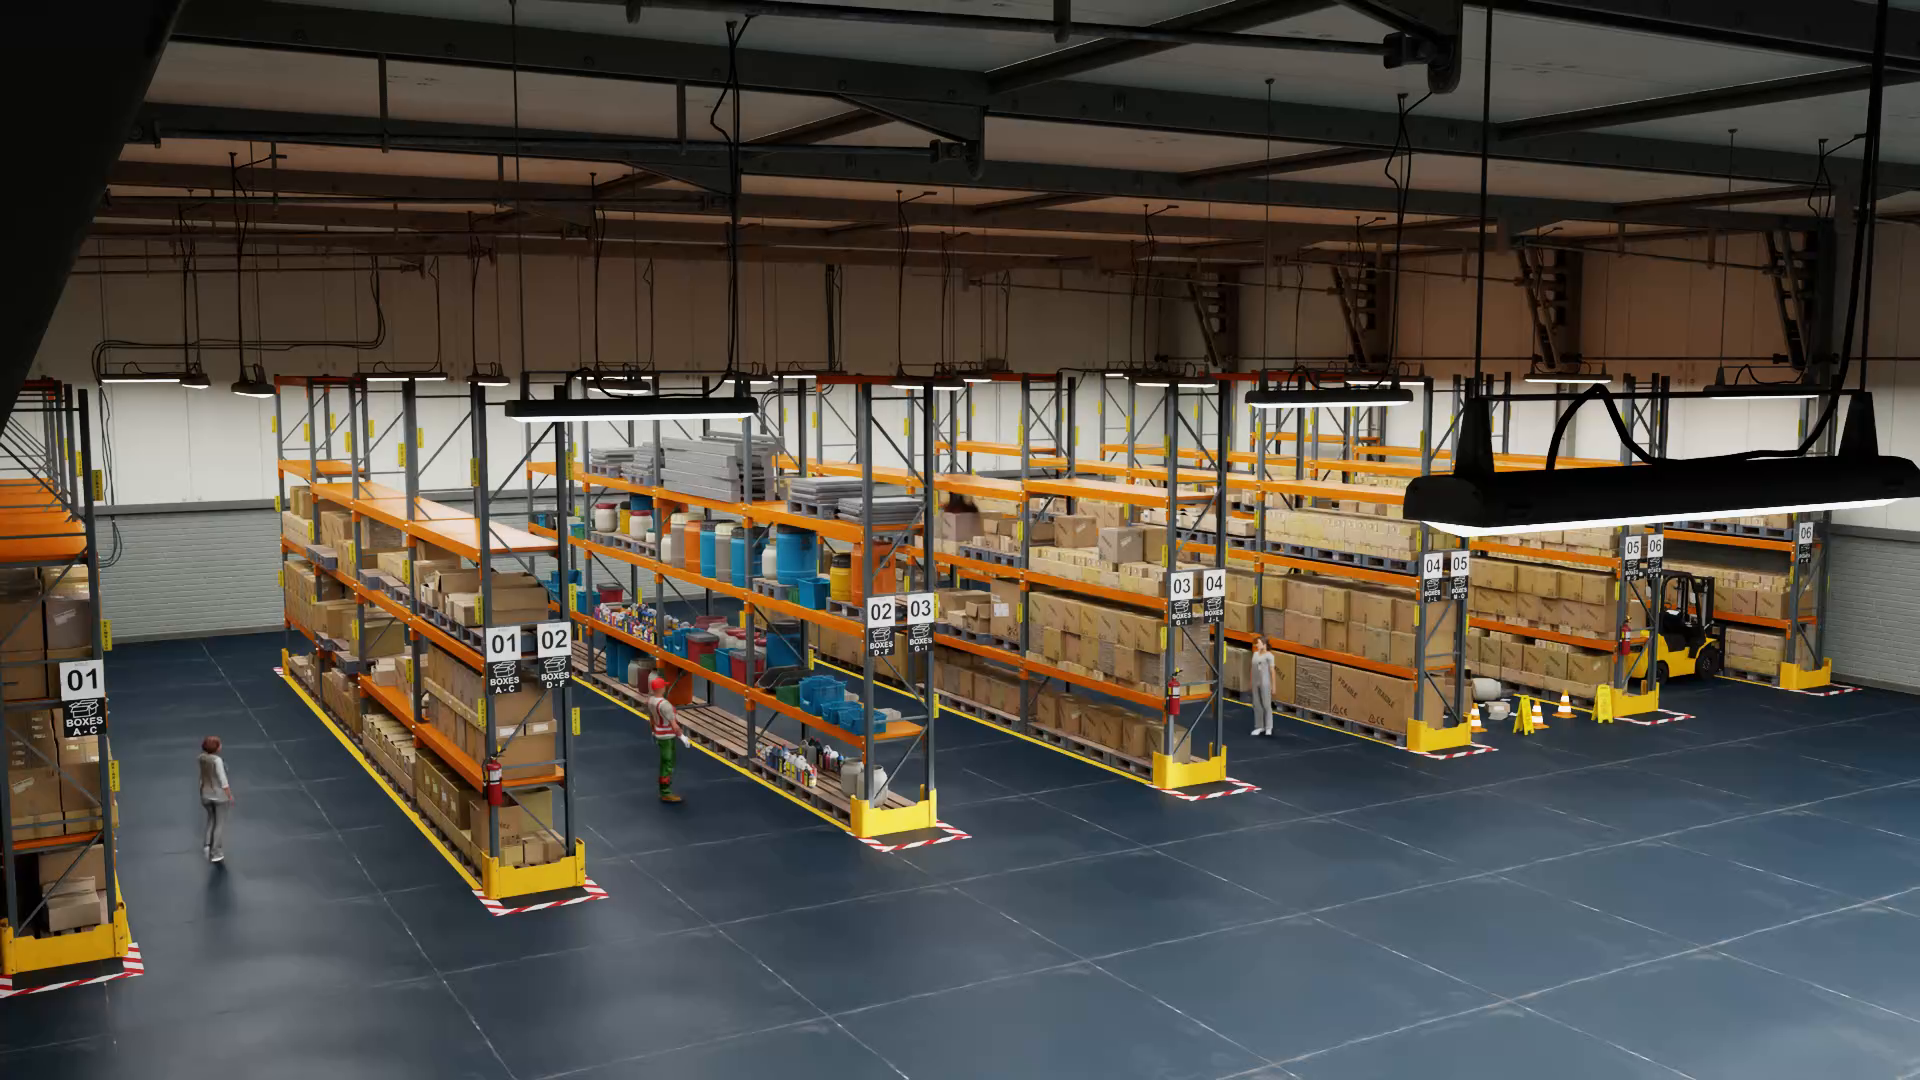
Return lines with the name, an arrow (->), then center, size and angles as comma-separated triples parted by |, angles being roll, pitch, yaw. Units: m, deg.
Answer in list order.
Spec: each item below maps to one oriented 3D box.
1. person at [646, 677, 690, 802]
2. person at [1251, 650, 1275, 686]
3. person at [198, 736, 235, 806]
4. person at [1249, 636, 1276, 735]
person -> -8.826, 2.176, 29.990 | 7.275, 1.830, 14.637 | -1, 6, -11
person -> -4.272, 1.984, 32.141 | 11.933, 1.643, 17.448 | -4, 7, -31
person -> -9.369, 2.905, 20.876 | 0.448, 0.925, 0.333 | 1, 6, 5
person -> 5.100, 2.454, 27.958 | 0.365, 1.707, 0.539 | -6, 8, -42
